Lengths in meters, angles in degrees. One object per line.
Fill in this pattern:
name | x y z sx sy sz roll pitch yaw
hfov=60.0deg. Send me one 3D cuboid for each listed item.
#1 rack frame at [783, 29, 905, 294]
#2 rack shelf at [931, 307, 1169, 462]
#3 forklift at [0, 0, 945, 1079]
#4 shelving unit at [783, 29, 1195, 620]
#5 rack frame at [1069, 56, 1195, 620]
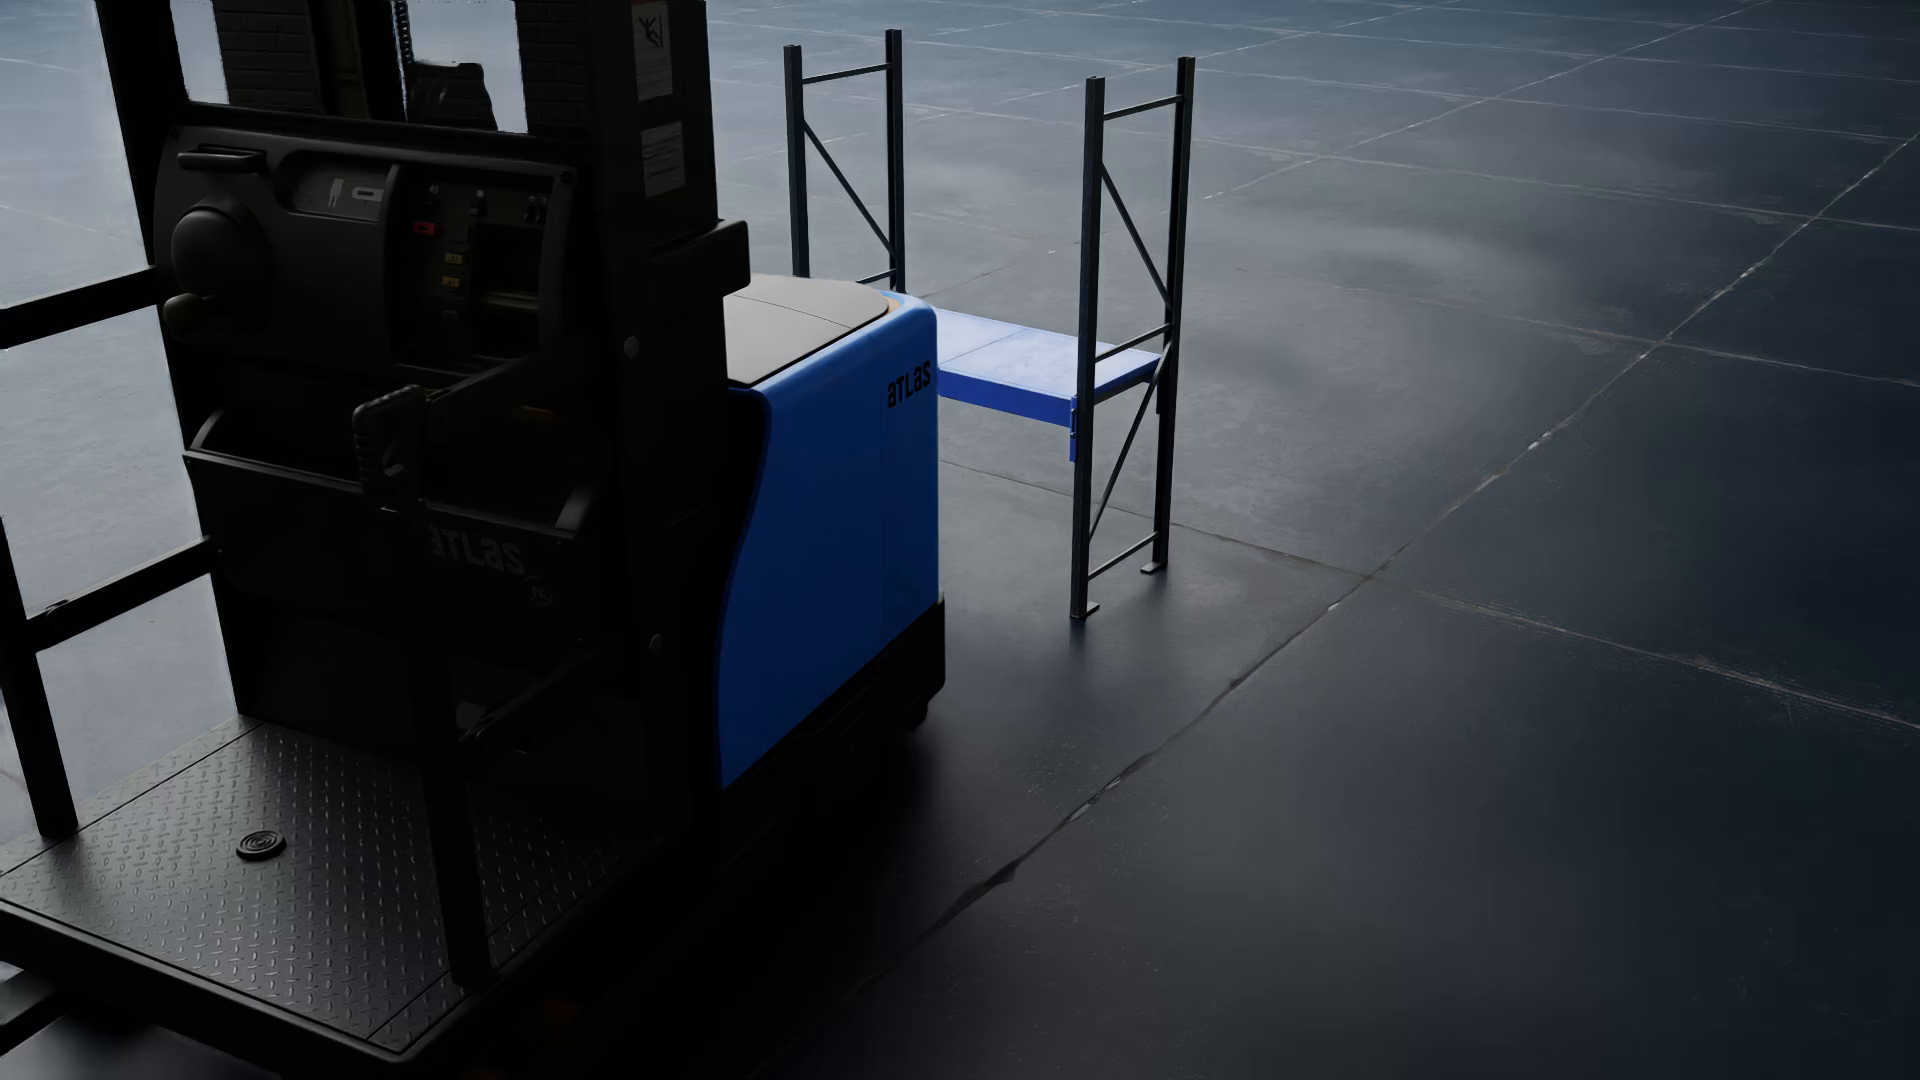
rack frame | -0.339 -0.789 5.180 0.032 1.500 0.500 17 29 33
rack shelf | 0.068 -0.501 4.973 1.000 0.185 0.538 17 29 33
forklift | -1.132 -0.478 2.699 1.130 2.935 3.031 11 26 23
shelving unit | 0.068 -0.666 4.901 1.048 1.500 0.538 17 29 33
rack frame | 0.475 -0.543 4.622 0.032 1.500 0.500 17 29 33
